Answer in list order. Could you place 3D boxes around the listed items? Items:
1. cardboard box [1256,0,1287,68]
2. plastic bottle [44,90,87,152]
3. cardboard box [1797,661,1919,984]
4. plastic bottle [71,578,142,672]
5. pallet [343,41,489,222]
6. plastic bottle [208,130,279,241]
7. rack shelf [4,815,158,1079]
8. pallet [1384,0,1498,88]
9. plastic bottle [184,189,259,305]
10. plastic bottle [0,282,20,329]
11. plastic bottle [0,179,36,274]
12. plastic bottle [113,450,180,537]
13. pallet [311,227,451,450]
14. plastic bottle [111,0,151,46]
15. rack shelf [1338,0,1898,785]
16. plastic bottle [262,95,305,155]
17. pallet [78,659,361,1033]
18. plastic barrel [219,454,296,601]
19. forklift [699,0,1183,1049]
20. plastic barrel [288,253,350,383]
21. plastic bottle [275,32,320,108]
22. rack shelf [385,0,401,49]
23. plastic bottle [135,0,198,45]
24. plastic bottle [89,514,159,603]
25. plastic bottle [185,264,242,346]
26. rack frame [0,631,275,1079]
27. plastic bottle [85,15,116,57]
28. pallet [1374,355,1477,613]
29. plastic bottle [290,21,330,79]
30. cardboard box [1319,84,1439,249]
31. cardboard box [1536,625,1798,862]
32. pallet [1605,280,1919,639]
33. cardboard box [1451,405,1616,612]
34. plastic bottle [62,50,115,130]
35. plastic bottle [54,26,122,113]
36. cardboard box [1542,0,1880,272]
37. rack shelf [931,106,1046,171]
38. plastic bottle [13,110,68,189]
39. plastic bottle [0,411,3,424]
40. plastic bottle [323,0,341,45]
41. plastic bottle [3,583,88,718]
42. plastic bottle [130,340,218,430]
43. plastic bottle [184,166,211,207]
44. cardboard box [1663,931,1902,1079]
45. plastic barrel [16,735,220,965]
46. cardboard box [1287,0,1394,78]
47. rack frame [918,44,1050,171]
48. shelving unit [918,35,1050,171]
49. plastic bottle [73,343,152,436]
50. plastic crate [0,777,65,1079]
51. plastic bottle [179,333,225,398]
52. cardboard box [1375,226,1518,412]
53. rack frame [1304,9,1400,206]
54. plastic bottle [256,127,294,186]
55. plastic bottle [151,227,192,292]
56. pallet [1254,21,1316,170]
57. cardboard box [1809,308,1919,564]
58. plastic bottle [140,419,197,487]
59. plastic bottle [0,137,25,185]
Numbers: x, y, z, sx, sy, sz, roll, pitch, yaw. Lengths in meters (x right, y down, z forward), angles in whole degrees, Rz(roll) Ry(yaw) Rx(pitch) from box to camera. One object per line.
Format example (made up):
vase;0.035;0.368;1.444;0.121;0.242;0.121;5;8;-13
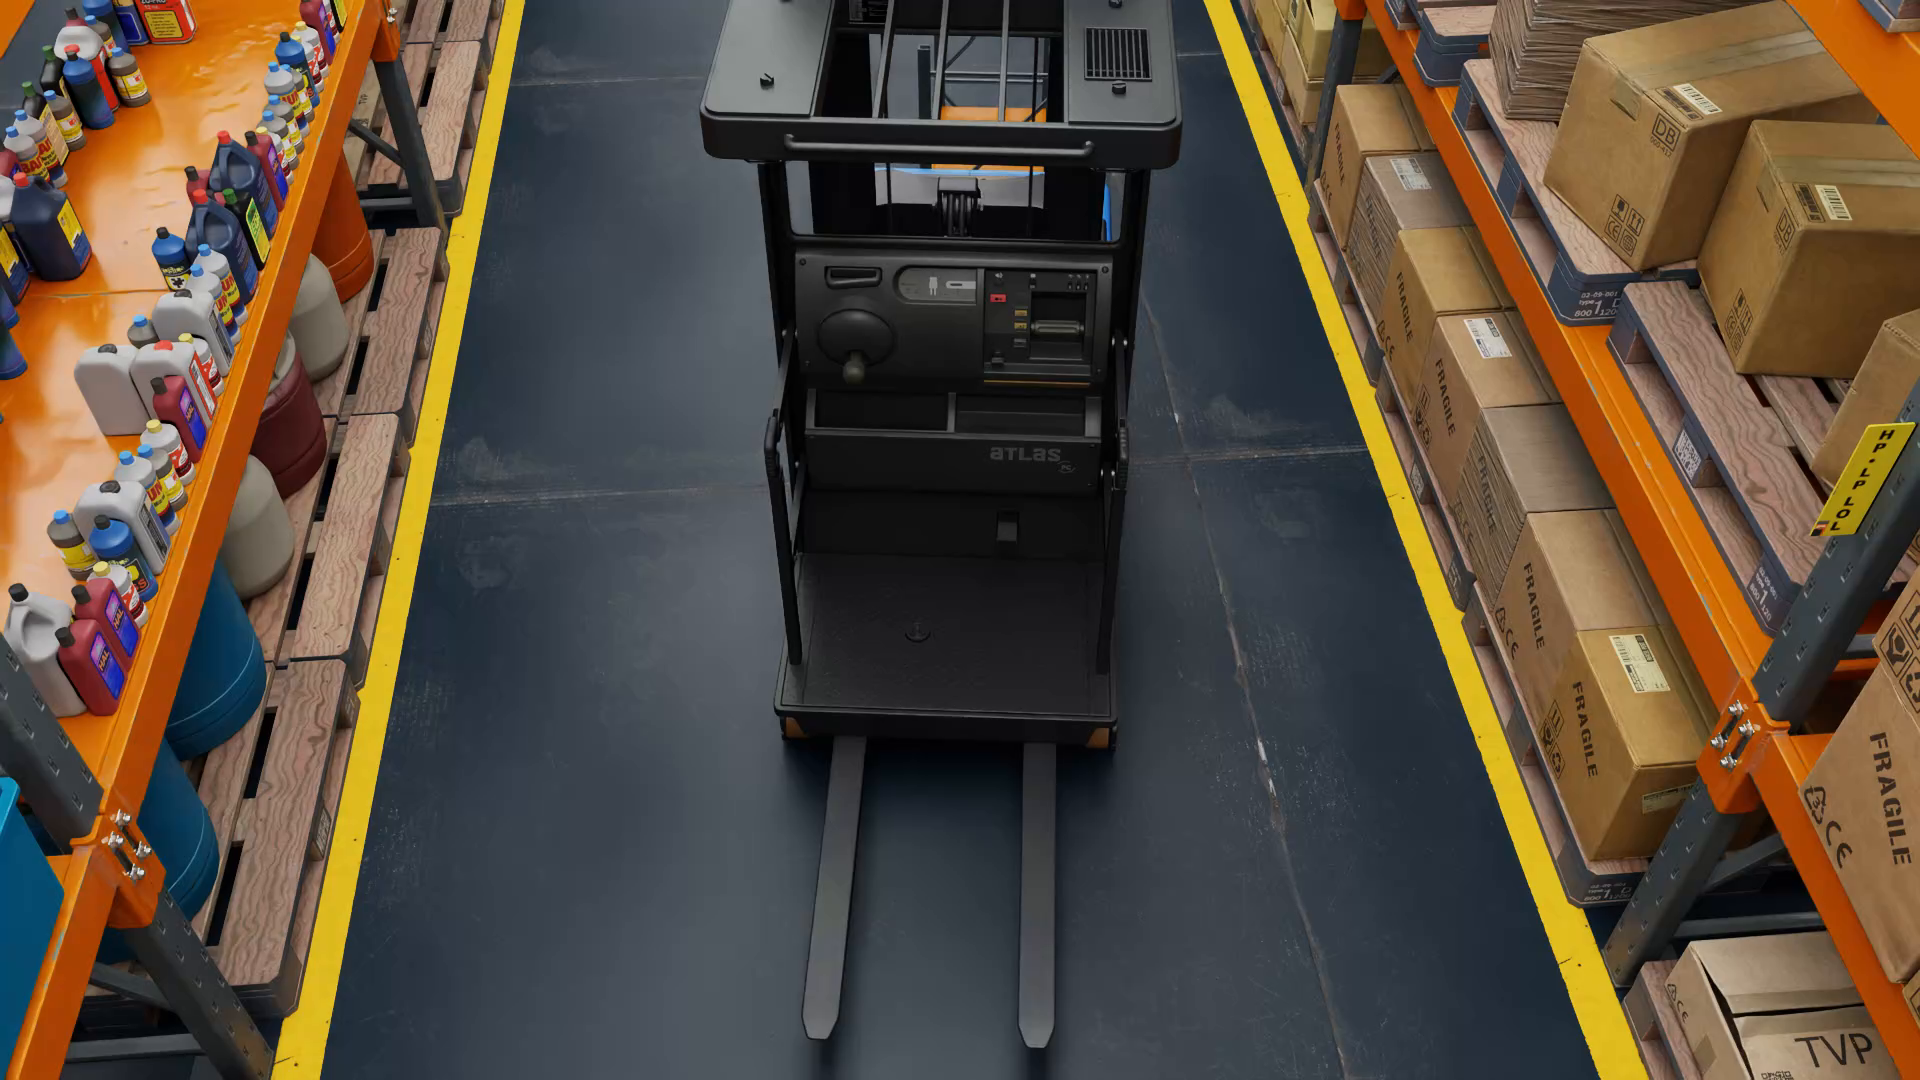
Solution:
cardboard box;1.782;-2.593;8.244;0.500;0.250;0.500;-4;47;-4
plastic bottle;-3.074;-1.439;5.684;0.097;0.201;0.097;0;47;0
cardboard box;2.222;0.589;3.557;0.500;0.500;0.500;-2;47;-2
plastic bottle;-2.102;0.189;4.085;0.061;0.283;0.133;-3;47;-3
pallet;-2.846;-1.961;7.962;1.003;0.211;1.213;-3;47;-3
plastic bottle;-2.294;-1.129;5.287;0.144;0.351;0.185;-3;47;-3
rack shelf;-2.318;2.231;2.566;1.077;0.370;4.000;-3;47;-3
pallet;2.243;-2.104;6.308;1.213;0.211;1.003;-3;47;-3
plastic bottle;-2.267;-0.899;5.069;0.144;0.351;0.185;-3;47;-3
plastic bottle;-2.931;-0.761;4.994;0.097;0.271;0.097;0;47;0
plastic bottle;-2.990;-0.979;5.196;0.152;0.276;0.135;-3;47;-3
plastic bottle;-2.158;-0.127;4.393;0.097;0.271;0.097;0;47;0
pallet;-2.713;-0.831;6.891;1.003;0.211;1.213;-3;47;-3
plastic bottle;-3.106;-1.982;6.147;0.152;0.276;0.135;-3;47;-3
rack shelf;2.283;-0.961;5.590;1.077;0.370;4.000;-3;47;-3
plastic bottle;-2.310;-1.419;5.664;0.097;0.201;0.097;0;47;0
pallet;-2.508;0.935;5.219;1.003;0.211;1.213;-3;47;-3
plastic barrel;-2.531;-0.073;5.678;0.421;0.512;0.421;0;47;0
forklift;-0.027;-0.554;4.756;1.130;2.935;3.031;2;47;2
plastic barrel;-2.626;-0.890;6.451;0.421;0.512;0.421;0;47;0
plastic bottle;-2.334;-1.654;5.839;0.097;0.271;0.097;0;47;0
rack shelf;-2.988;-3.557;8.048;1.077;0.370;4.000;-3;47;-3
plastic bottle;-2.955;-1.991;6.155;0.152;0.276;0.135;-3;47;-3
plastic bottle;-2.138;0.040;4.234;0.097;0.271;0.097;0;47;0
plastic bottle;-2.224;-0.700;4.936;0.097;0.271;0.097;0;47;0
rack frame;-2.485;0.537;3.676;1.000;3.000;0.127;-3;47;-3
plastic bottle;-3.116;-1.800;6.026;0.097;0.201;0.097;0;47;0
pallet;2.240;-0.274;6.364;1.003;0.211;1.213;-3;47;-3
plastic bottle;-2.350;-1.771;5.998;0.097;0.201;0.097;0;47;0
cardboard box;1.869;-1.601;7.119;0.500;0.500;0.500;-2;47;-2
cardboard box;2.124;0.607;5.028;0.500;0.500;0.500;-4;47;-4
pallet;2.493;-0.280;4.582;1.003;0.211;1.213;-3;47;-3
cardboard box;2.049;-0.114;5.711;0.500;0.500;0.500;-3;47;-3
plastic bottle;-3.024;-1.564;5.754;0.097;0.271;0.097;0;47;0
plastic bottle;-3.067;-1.647;5.829;0.152;0.276;0.135;-3;47;-3
cardboard box;2.242;-1.215;4.977;0.700;0.500;0.500;-14;48;-13
rack shelf;0.123;-1.451;6.839;0.538;0.185;1.000;2;47;2
plastic bottle;-3.054;-1.297;5.501;0.097;0.271;0.097;0;47;0
plastic bottle;-2.802;-0.432;4.682;0.097;0.271;0.097;0;47;0
plastic bottle;-2.370;-1.938;6.156;0.097;0.201;0.097;0;47;0
plastic bottle;-2.195;0.250;3.981;0.144;0.351;0.185;-3;47;-3
plastic bottle;-2.222;-0.449;4.694;0.152;0.276;0.135;-3;47;-3
plastic bottle;-2.394;-1.081;5.288;0.061;0.283;0.133;-3;47;-3
cardboard box;2.271;1.329;4.475;0.500;0.311;0.500;-3;47;-3
plastic barrel;-2.514;0.719;4.659;0.600;0.901;0.708;-3;47;-3
cardboard box;1.827;-2.411;7.686;0.500;0.311;0.500;-2;47;-2
rack frame;0.102;-1.206;6.359;0.500;1.500;0.032;2;47;2
shelving unit;0.122;-1.568;6.702;0.587;1.500;1.083;2;47;2
plastic bottle;-2.374;-0.439;4.686;0.152;0.276;0.135;-3;47;-3
plastic crate;-2.106;0.839;3.359;0.392;0.384;0.575;-3;47;-3
plastic bottle;-2.204;-0.508;4.802;0.097;0.201;0.097;0;47;0
cardboard box;1.956;-0.859;6.416;0.500;0.500;0.500;-4;47;-4
rack frame;2.116;-2.656;6.699;1.000;3.000;0.127;-3;47;-3
plastic bottle;-2.293;-1.278;5.531;0.097;0.201;0.097;0;47;0
plastic bottle;-2.384;-0.832;5.061;0.097;0.271;0.097;0;47;0
pallet;2.086;-2.295;8.278;1.003;0.211;1.213;-3;47;-3
cardboard box;2.634;-0.297;4.107;0.700;0.500;0.500;-18;49;-16
plastic bottle;-2.174;-0.244;4.552;0.097;0.201;0.097;0;47;0
plastic bottle;-3.055;-1.146;5.349;0.061;0.283;0.133;-3;47;-3
